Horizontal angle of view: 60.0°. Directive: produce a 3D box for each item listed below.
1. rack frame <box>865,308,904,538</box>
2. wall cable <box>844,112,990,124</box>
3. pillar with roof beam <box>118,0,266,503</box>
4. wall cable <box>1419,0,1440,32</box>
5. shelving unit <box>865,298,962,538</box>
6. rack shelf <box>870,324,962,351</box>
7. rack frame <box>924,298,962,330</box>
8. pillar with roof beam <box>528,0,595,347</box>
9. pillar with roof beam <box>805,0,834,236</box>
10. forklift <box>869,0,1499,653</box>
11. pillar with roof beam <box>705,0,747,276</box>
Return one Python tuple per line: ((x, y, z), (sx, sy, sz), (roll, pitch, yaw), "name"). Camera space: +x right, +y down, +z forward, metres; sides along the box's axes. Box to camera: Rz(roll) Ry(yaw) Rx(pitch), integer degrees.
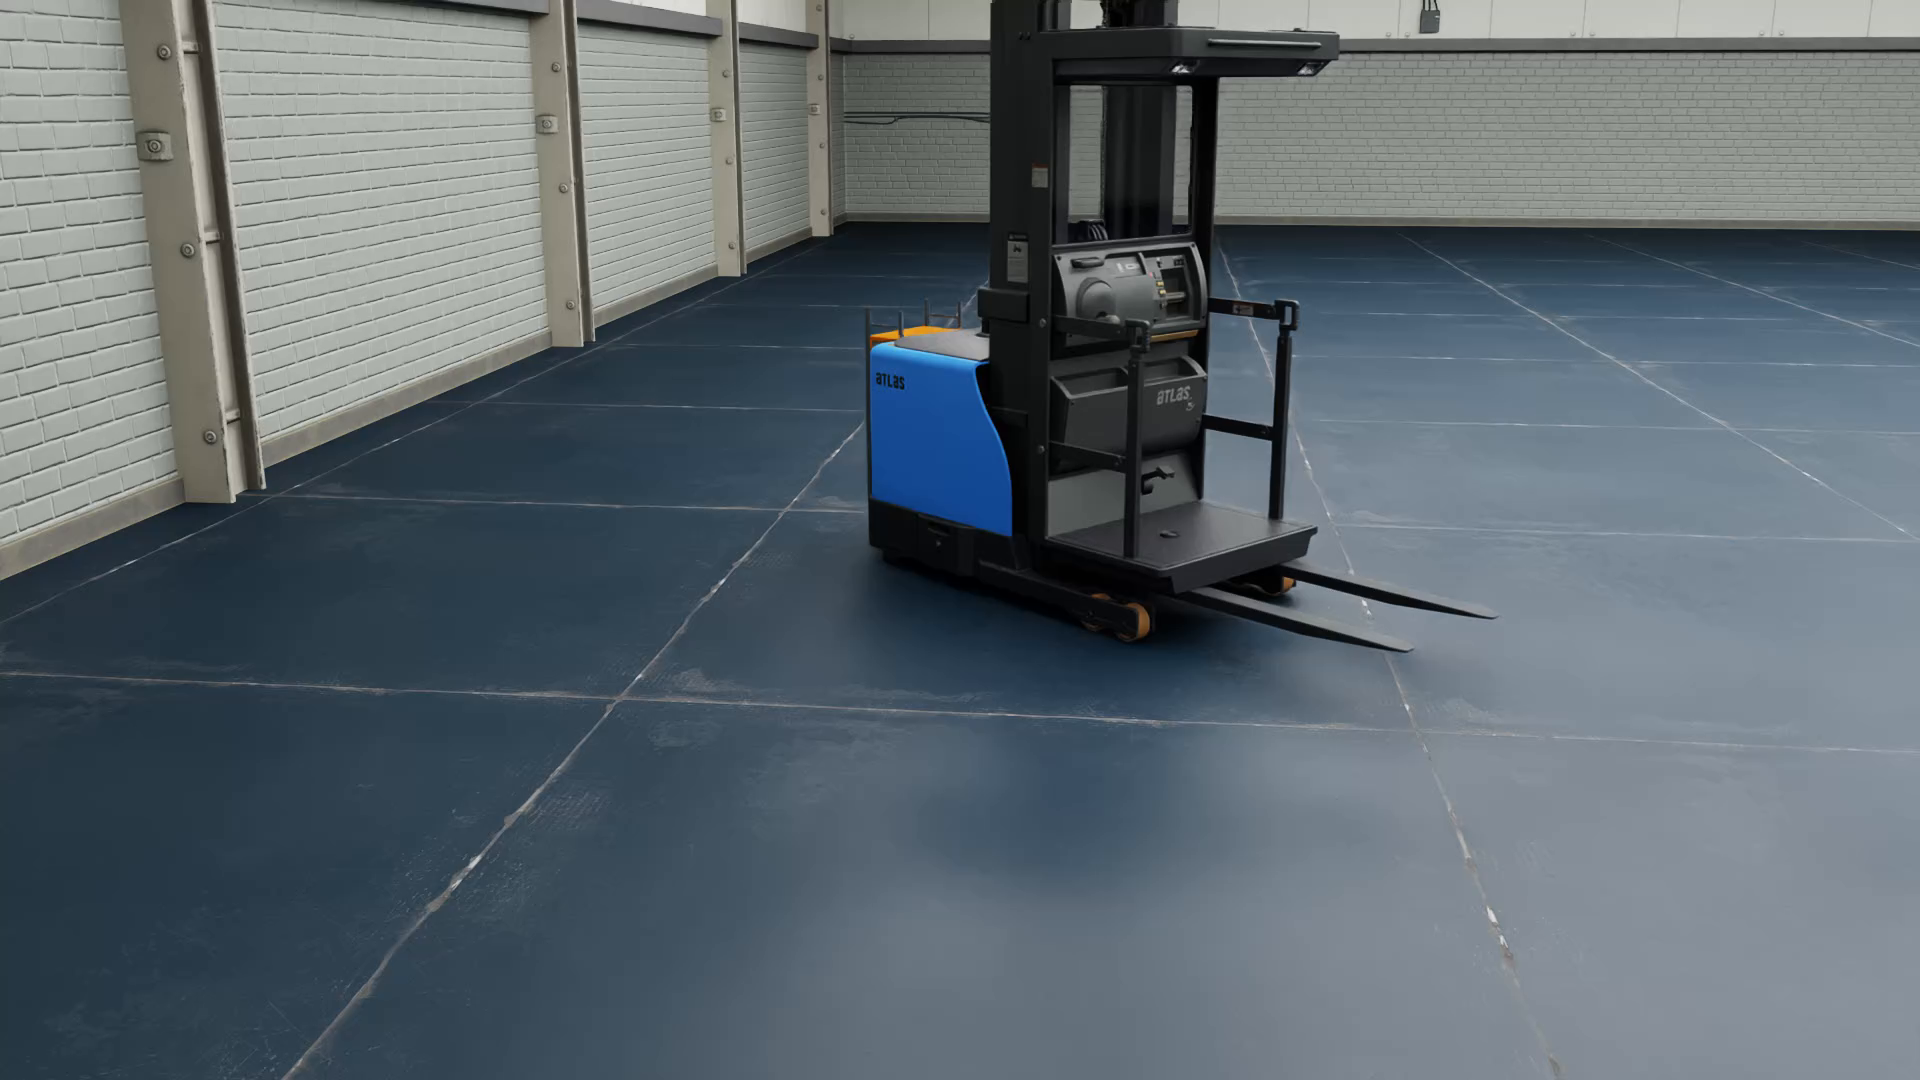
((-0.381, -0.575, 8.489), (0.240, 1.200, 0.015), (11, 19, 35), "rack frame")
((-0.588, -8.503, 28.816), (3.097, 2.526, 0.112), (2, 15, 6), "wall cable")
((0.012, -4.481, 7.995), (9.100, 9.000, 0.400), (2, 15, 6), "pillar with roof beam")
((8.843, -11.360, 26.918), (2.305, 6.003, 0.169), (2, 15, 6), "wall cable")
((-0.234, -0.626, 8.678), (0.258, 1.200, 0.503), (11, 19, 35), "shelving unit")
((-0.234, -1.005, 8.575), (0.258, 0.148, 0.480), (11, 19, 35), "rack shelf")
((-0.087, -0.677, 8.866), (0.240, 1.200, 0.015), (11, 19, 35), "rack frame")
((0.689, -6.037, 13.750), (9.100, 9.000, 0.400), (2, 15, 6), "pillar with roof beam")
((2.043, -9.150, 25.260), (9.100, 9.000, 0.400), (2, 15, 6), "pillar with roof beam")
((0.908, -1.132, 7.233), (1.130, 2.935, 3.031), (-13, 20, -40), "forklift")
((1.366, -7.594, 19.505), (9.100, 9.000, 0.400), (2, 15, 6), "pillar with roof beam")
